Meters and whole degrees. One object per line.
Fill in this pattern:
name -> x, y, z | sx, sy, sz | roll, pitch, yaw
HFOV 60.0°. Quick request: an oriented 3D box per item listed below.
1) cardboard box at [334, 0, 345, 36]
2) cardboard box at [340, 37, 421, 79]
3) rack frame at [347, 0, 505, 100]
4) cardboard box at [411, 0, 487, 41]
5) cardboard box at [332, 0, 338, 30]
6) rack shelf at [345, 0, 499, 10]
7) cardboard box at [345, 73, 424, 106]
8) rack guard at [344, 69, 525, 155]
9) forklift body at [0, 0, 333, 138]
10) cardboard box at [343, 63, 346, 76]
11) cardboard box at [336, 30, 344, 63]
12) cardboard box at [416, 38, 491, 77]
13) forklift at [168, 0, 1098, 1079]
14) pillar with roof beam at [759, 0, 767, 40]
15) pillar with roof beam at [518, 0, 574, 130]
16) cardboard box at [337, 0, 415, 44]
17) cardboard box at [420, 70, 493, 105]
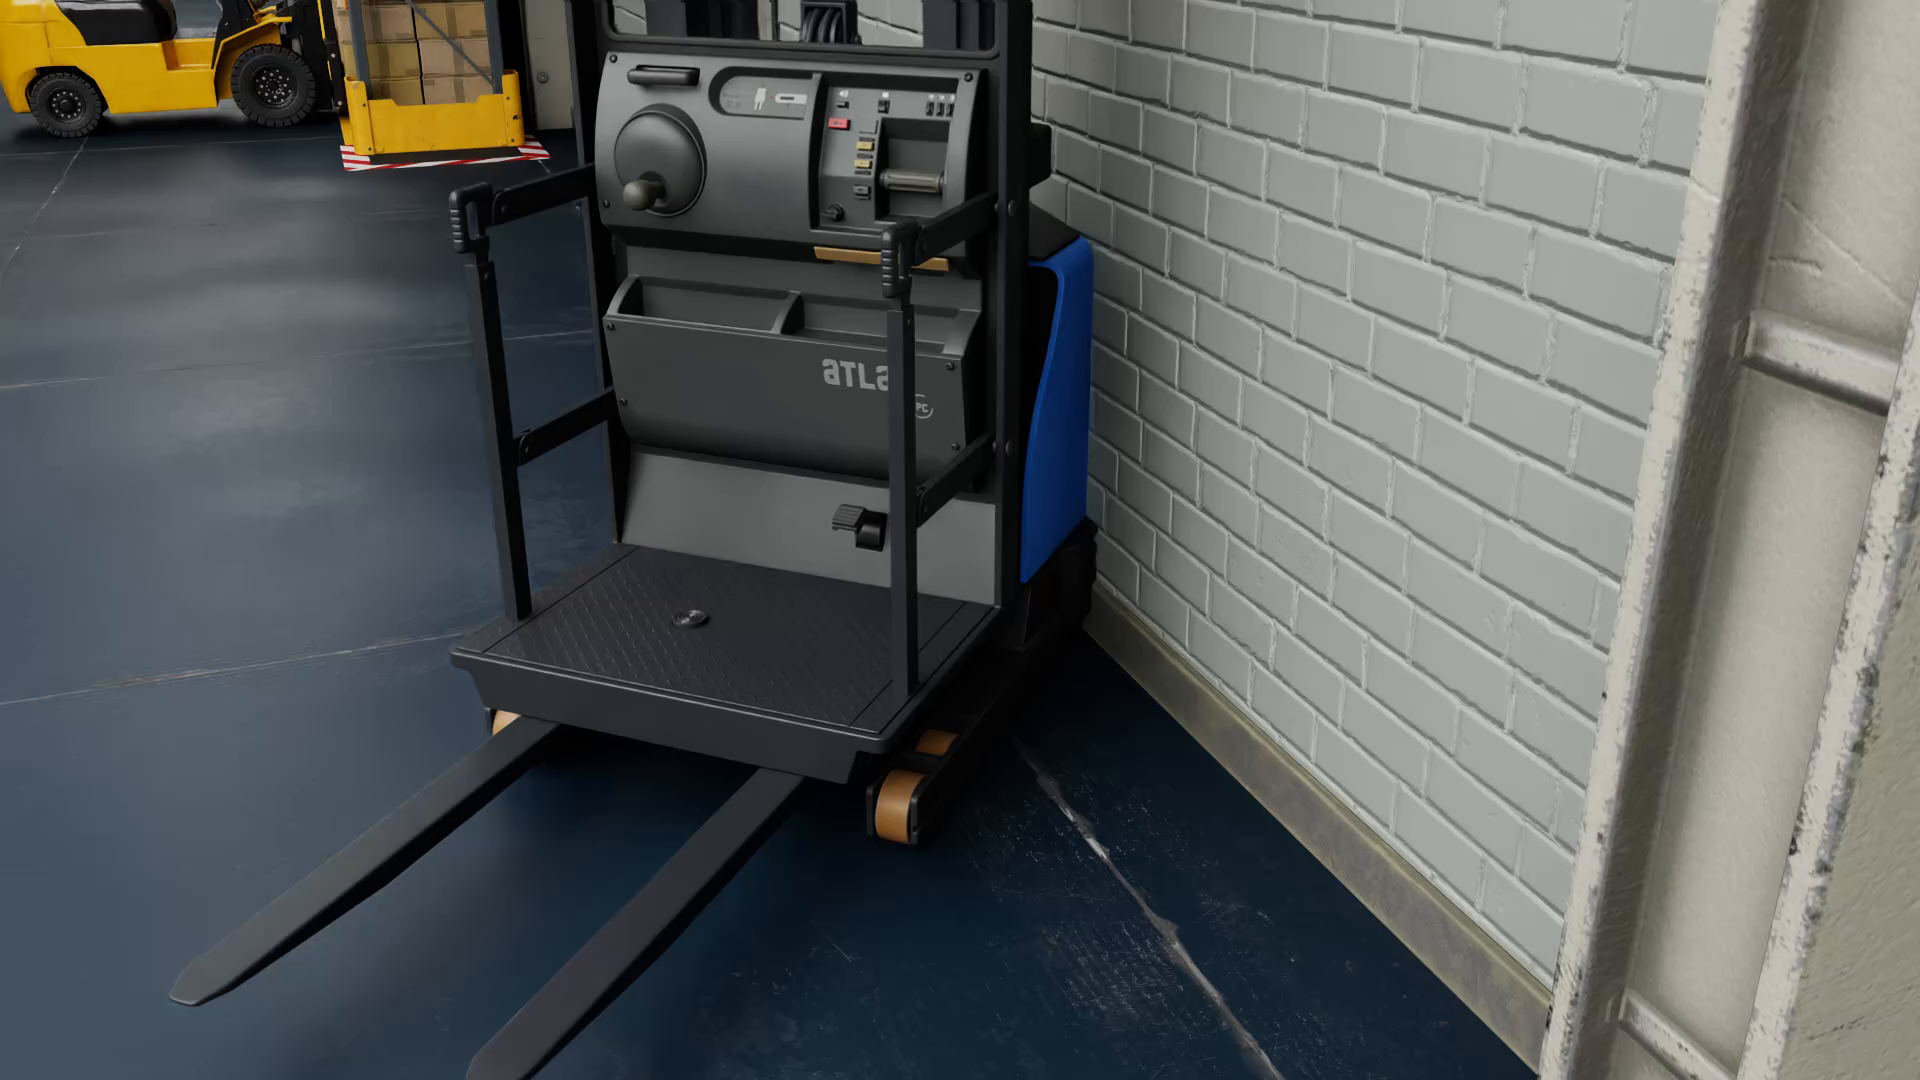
cardboard box -> -4.386, -3.918, 12.395 | 0.500, 0.250, 0.500 | -8, 24, -18
cardboard box -> -4.211, -3.512, 12.077 | 0.500, 0.250, 0.500 | -9, 24, -20
rack frame -> -3.746, -4.221, 11.403 | 1.000, 3.000, 0.127 | -8, 24, -19
cardboard box -> -3.739, -3.809, 12.138 | 0.500, 0.250, 0.500 | -9, 24, -20
cardboard box -> -4.574, -4.100, 12.827 | 0.500, 0.250, 0.500 | -8, 24, -18
rack shelf -> -4.453, -4.616, 13.267 | 1.077, 0.370, 4.000 | -8, 24, -19
cardboard box -> -4.208, -3.275, 12.158 | 0.500, 0.250, 0.500 | -8, 24, -19
rack guard -> -3.738, -3.061, 11.868 | 1.175, 0.500, 0.348 | -8, 24, -19
forklift body -> -6.123, -4.269, 12.609 | 2.313, 2.155, 1.214 | -8, 24, -19
cardboard box -> -4.747, -3.826, 13.464 | 0.500, 0.250, 0.500 | -8, 24, -17
cardboard box -> -4.580, -3.881, 12.951 | 0.500, 0.250, 0.500 | -9, 24, -20
cardboard box -> -3.718, -3.577, 12.232 | 0.500, 0.250, 0.500 | -8, 24, -18
forklift -> -0.477, -0.864, 3.527 | 1.130, 2.935, 3.031 | 9, 24, 20
pillar with roof beam -> -5.057, -4.592, 4.558 | 9.100, 9.000, 0.400 | -8, 24, -19
pillar with roof beam -> -7.176, -6.772, 9.730 | 9.100, 9.000, 0.400 | -8, 24, -19
cardboard box -> -4.201, -3.733, 11.957 | 0.500, 0.250, 0.500 | -8, 24, -17
cardboard box -> -3.737, -3.353, 12.343 | 0.500, 0.250, 0.500 | -8, 24, -19
